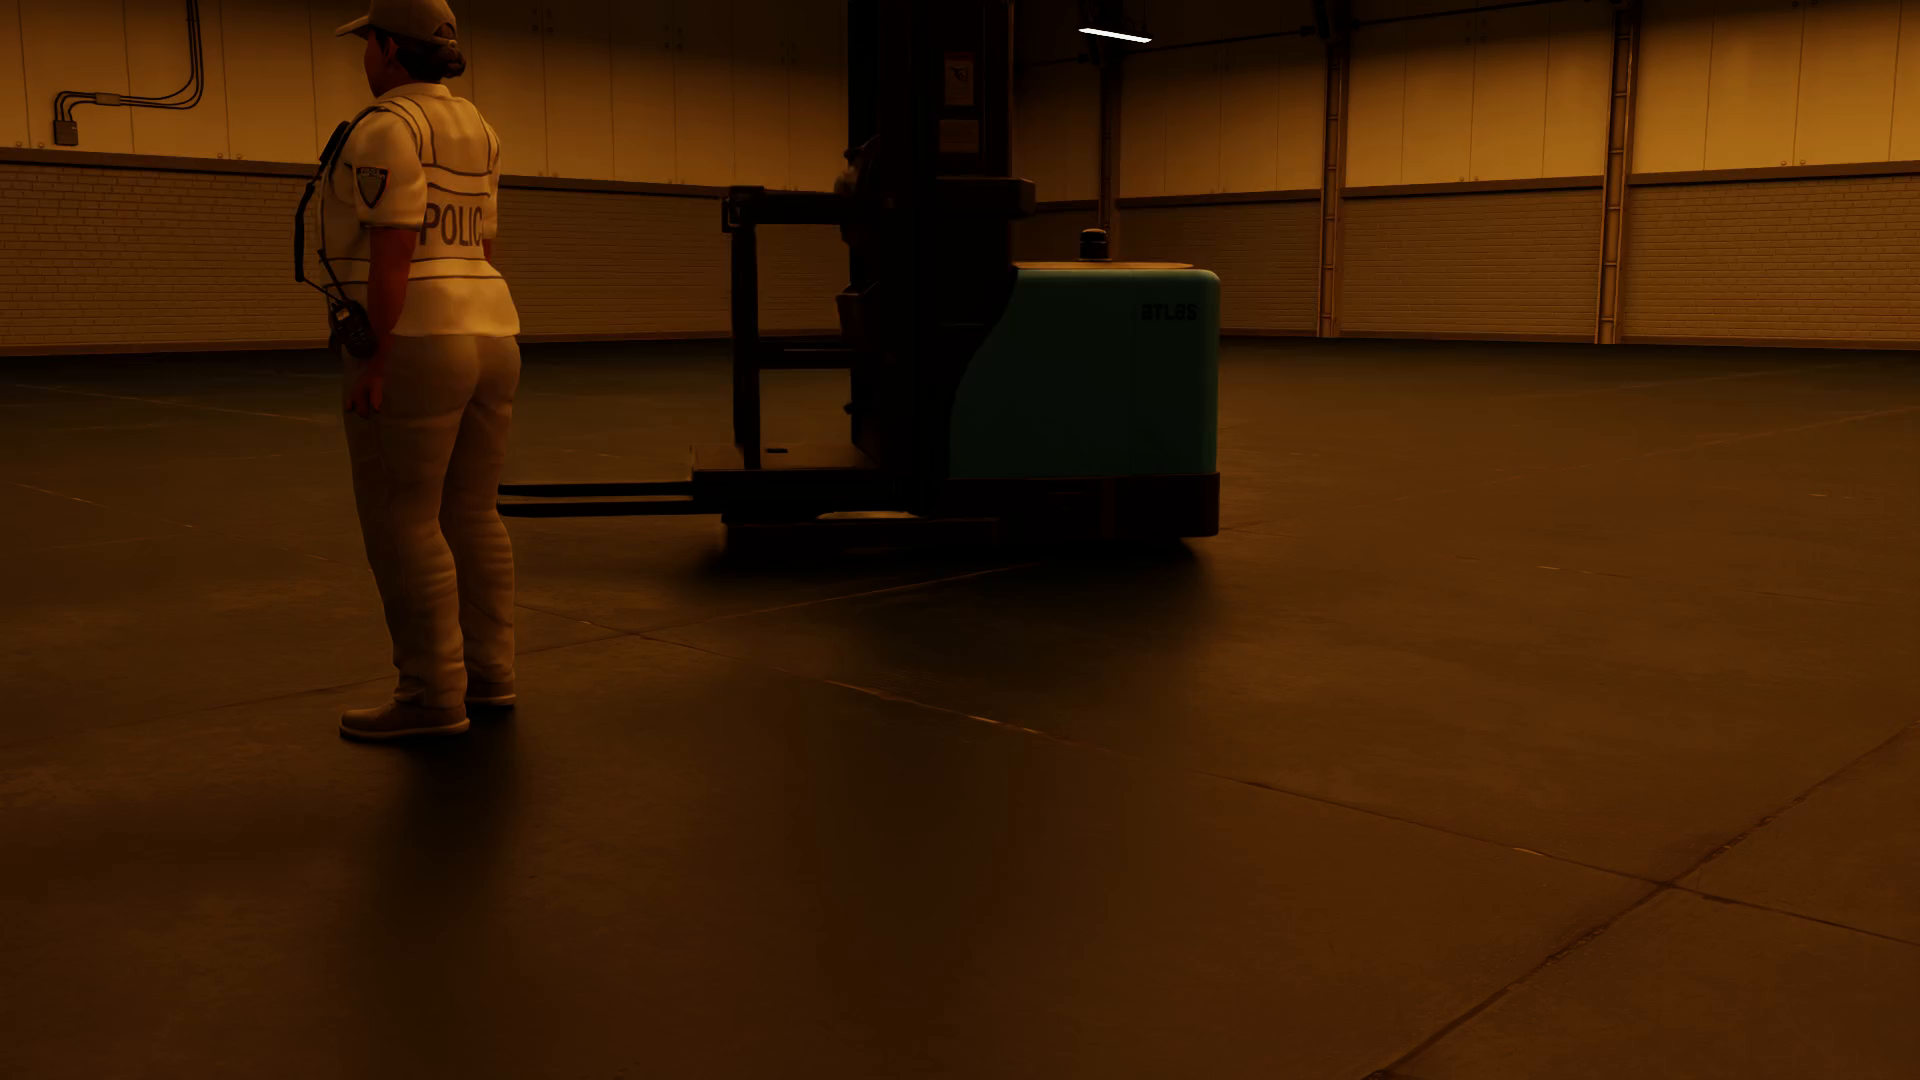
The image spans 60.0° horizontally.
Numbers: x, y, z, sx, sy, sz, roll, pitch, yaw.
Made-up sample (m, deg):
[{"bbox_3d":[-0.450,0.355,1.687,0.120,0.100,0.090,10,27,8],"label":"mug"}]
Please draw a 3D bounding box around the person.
[{"bbox_3d":[-1.221,-0.396,3.782,0.395,1.668,0.487,2,9,13],"label":"person"}]

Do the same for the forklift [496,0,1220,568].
[{"bbox_3d":[-0.573,-1.431,6.376,3.031,2.935,1.130,-1,9,-9],"label":"forklift"}]
